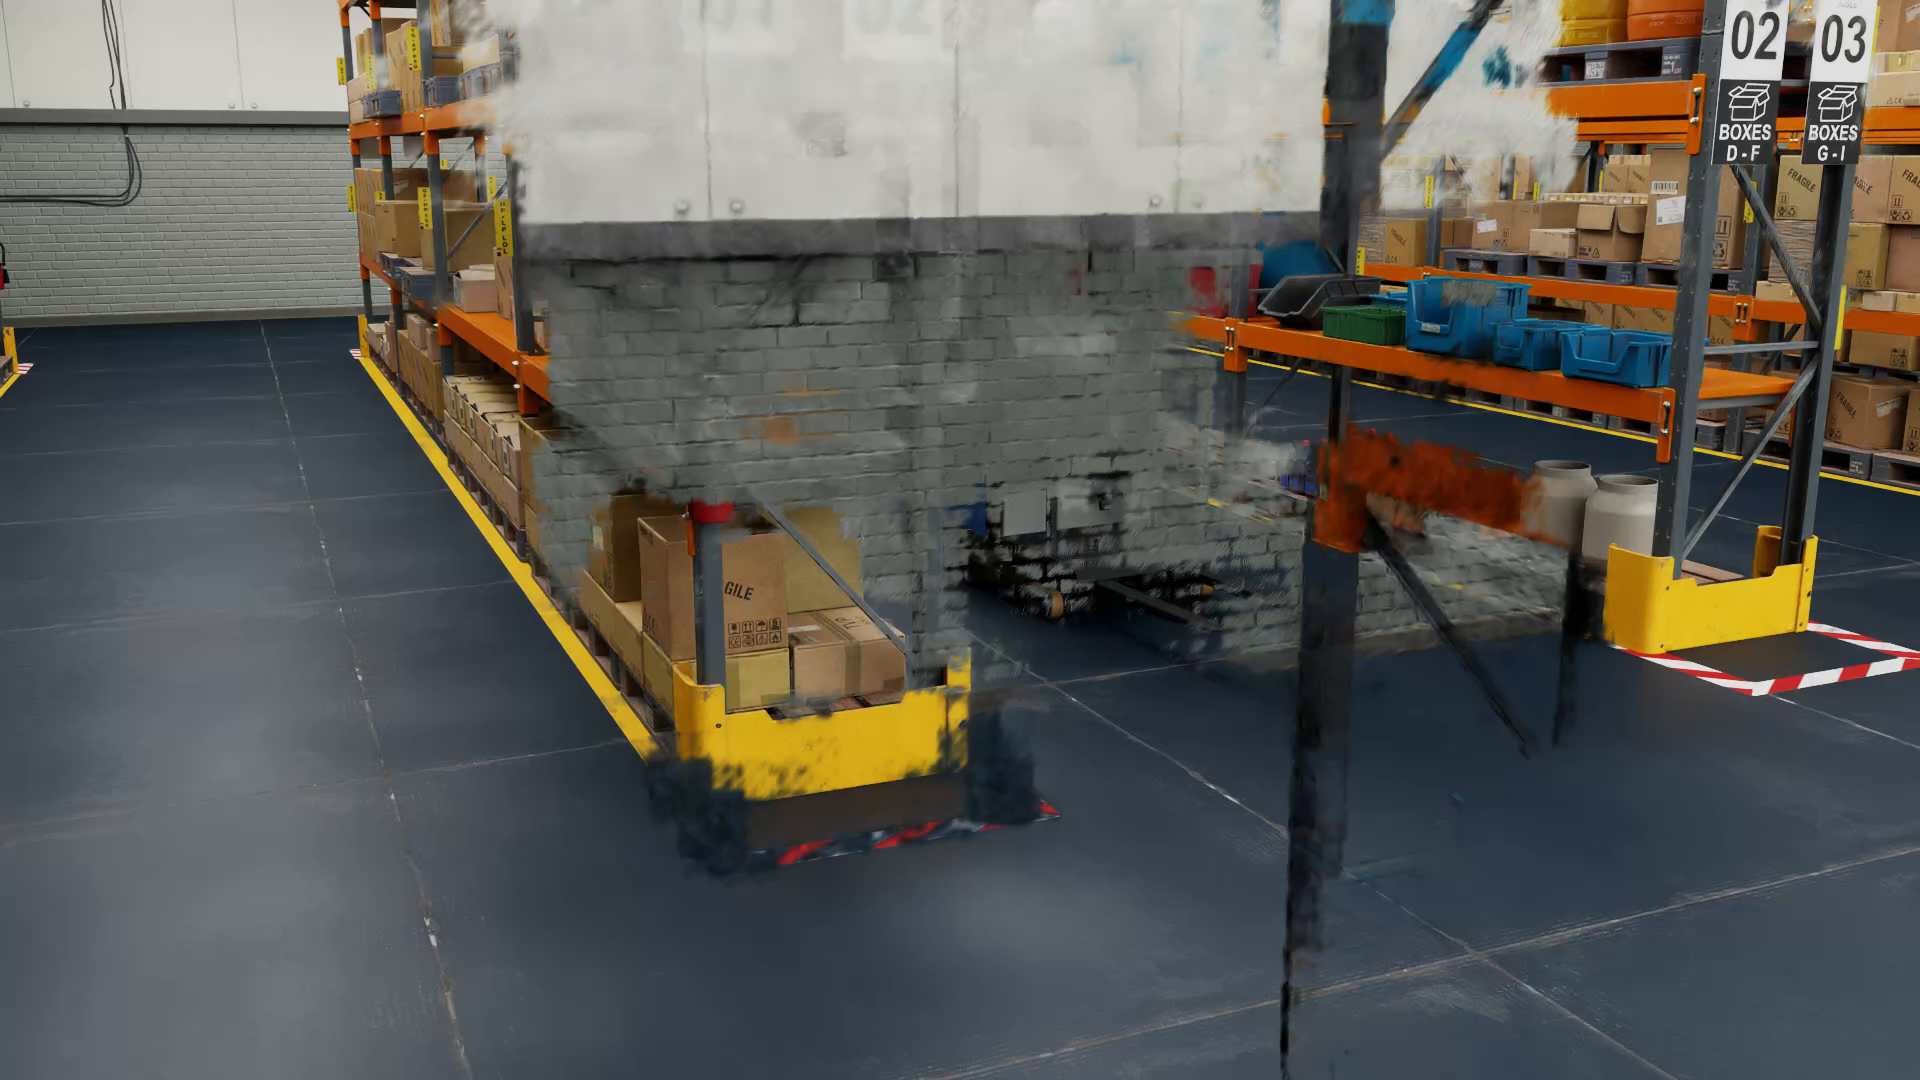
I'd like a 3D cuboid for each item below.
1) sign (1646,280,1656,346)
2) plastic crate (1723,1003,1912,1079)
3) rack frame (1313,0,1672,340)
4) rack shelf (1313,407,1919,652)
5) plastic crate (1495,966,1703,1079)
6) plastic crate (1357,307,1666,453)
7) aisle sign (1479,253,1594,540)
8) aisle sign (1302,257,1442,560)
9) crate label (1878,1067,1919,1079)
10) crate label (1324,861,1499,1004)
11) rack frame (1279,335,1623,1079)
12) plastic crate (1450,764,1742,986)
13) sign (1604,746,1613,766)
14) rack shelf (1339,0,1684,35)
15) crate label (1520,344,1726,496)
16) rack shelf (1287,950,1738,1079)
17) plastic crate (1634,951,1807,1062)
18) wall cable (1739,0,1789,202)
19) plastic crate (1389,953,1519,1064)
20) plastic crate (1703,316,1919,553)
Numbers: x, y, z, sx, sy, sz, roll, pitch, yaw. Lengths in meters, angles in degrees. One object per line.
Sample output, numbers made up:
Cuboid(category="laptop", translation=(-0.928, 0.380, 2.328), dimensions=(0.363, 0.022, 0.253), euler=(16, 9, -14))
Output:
Cuboid(category="sign", translation=(-1.922, -5.726, 22.538), dimensions=(0.100, 0.325, 0.005), euler=(-6, 14, -23))
Cuboid(category="plastic crate", translation=(-1.824, -3.950, 21.737), dimensions=(0.396, 0.136, 0.243), euler=(-6, 14, -23))
Cuboid(category="rack frame", translation=(-2.419, -7.186, 21.959), dimensions=(1.000, 3.000, 0.127), euler=(-6, 14, -23))
Cuboid(category="rack shelf", translation=(-1.618, -4.960, 20.593), dimensions=(1.077, 0.370, 4.000), euler=(-6, 14, -23))
Cuboid(category="plastic crate", translation=(-2.358, -3.994, 21.711), dimensions=(0.416, 0.233, 0.300), euler=(-6, 14, -23))
Cuboid(category="plastic crate", translation=(-2.520, -5.556, 21.860), dimensions=(0.497, 0.269, 0.590), euler=(-6, 14, -23))
Cuboid(category="aisle sign", translation=(-2.180, -5.571, 22.521), dimensions=(0.394, 0.787, 0.004), euler=(-6, 14, -23))
Cuboid(category="aisle sign", translation=(-2.720, -5.517, 22.291), dimensions=(0.394, 0.787, 0.004), euler=(-6, 14, -23))
Cuboid(category="crate label", translation=(-1.690, -3.895, 21.498), dimensions=(0.396, 0.136, 0.243), euler=(-6, 14, -23))
Cuboid(category="crate label", translation=(-2.622, -4.130, 22.299), dimensions=(0.416, 0.233, 0.303), euler=(-6, 14, -23))
Cuboid(category="rack frame", translation=(-2.419, -4.263, 22.636), dimensions=(1.000, 3.000, 0.127), euler=(-6, 14, -23))
Cuboid(category="plastic crate", translation=(-2.114, -4.257, 22.399), dimensions=(0.616, 0.435, 0.499), euler=(-6, 14, -23))
Cuboid(category="sign", translation=(-1.922, -4.395, 22.846), dimensions=(0.100, 0.325, 0.005), euler=(-6, 14, -23))
Cuboid(category="rack shelf", translation=(-1.618, -6.227, 20.300), dimensions=(1.077, 0.370, 4.000), euler=(-6, 14, -23))
Cuboid(category="crate label", translation=(-2.346, -5.432, 21.364), dimensions=(0.408, 0.251, 0.502), euler=(-6, 14, -23))
Cuboid(category="rack shelf", translation=(-1.618, -3.499, 20.931), dimensions=(1.077, 0.370, 4.000), euler=(-6, 14, -23))
Cuboid(category="plastic crate", translation=(-1.927, -4.011, 22.001), dimensions=(0.396, 0.136, 0.243), euler=(-6, 14, -23))
Cuboid(category="wall cable", translation=(3.012, -10.680, 29.922), dimensions=(2.277, 5.999, 0.120), euler=(-6, 14, -23))
Cuboid(category="plastic crate", translation=(-2.569, -4.009, 21.991), dimensions=(0.250, 0.136, 0.298), euler=(-6, 14, -23))
Cuboid(category="plastic crate", translation=(-2.059, -5.353, 20.833), dimensions=(0.504, 0.338, 0.767), euler=(-6, 14, -23))
